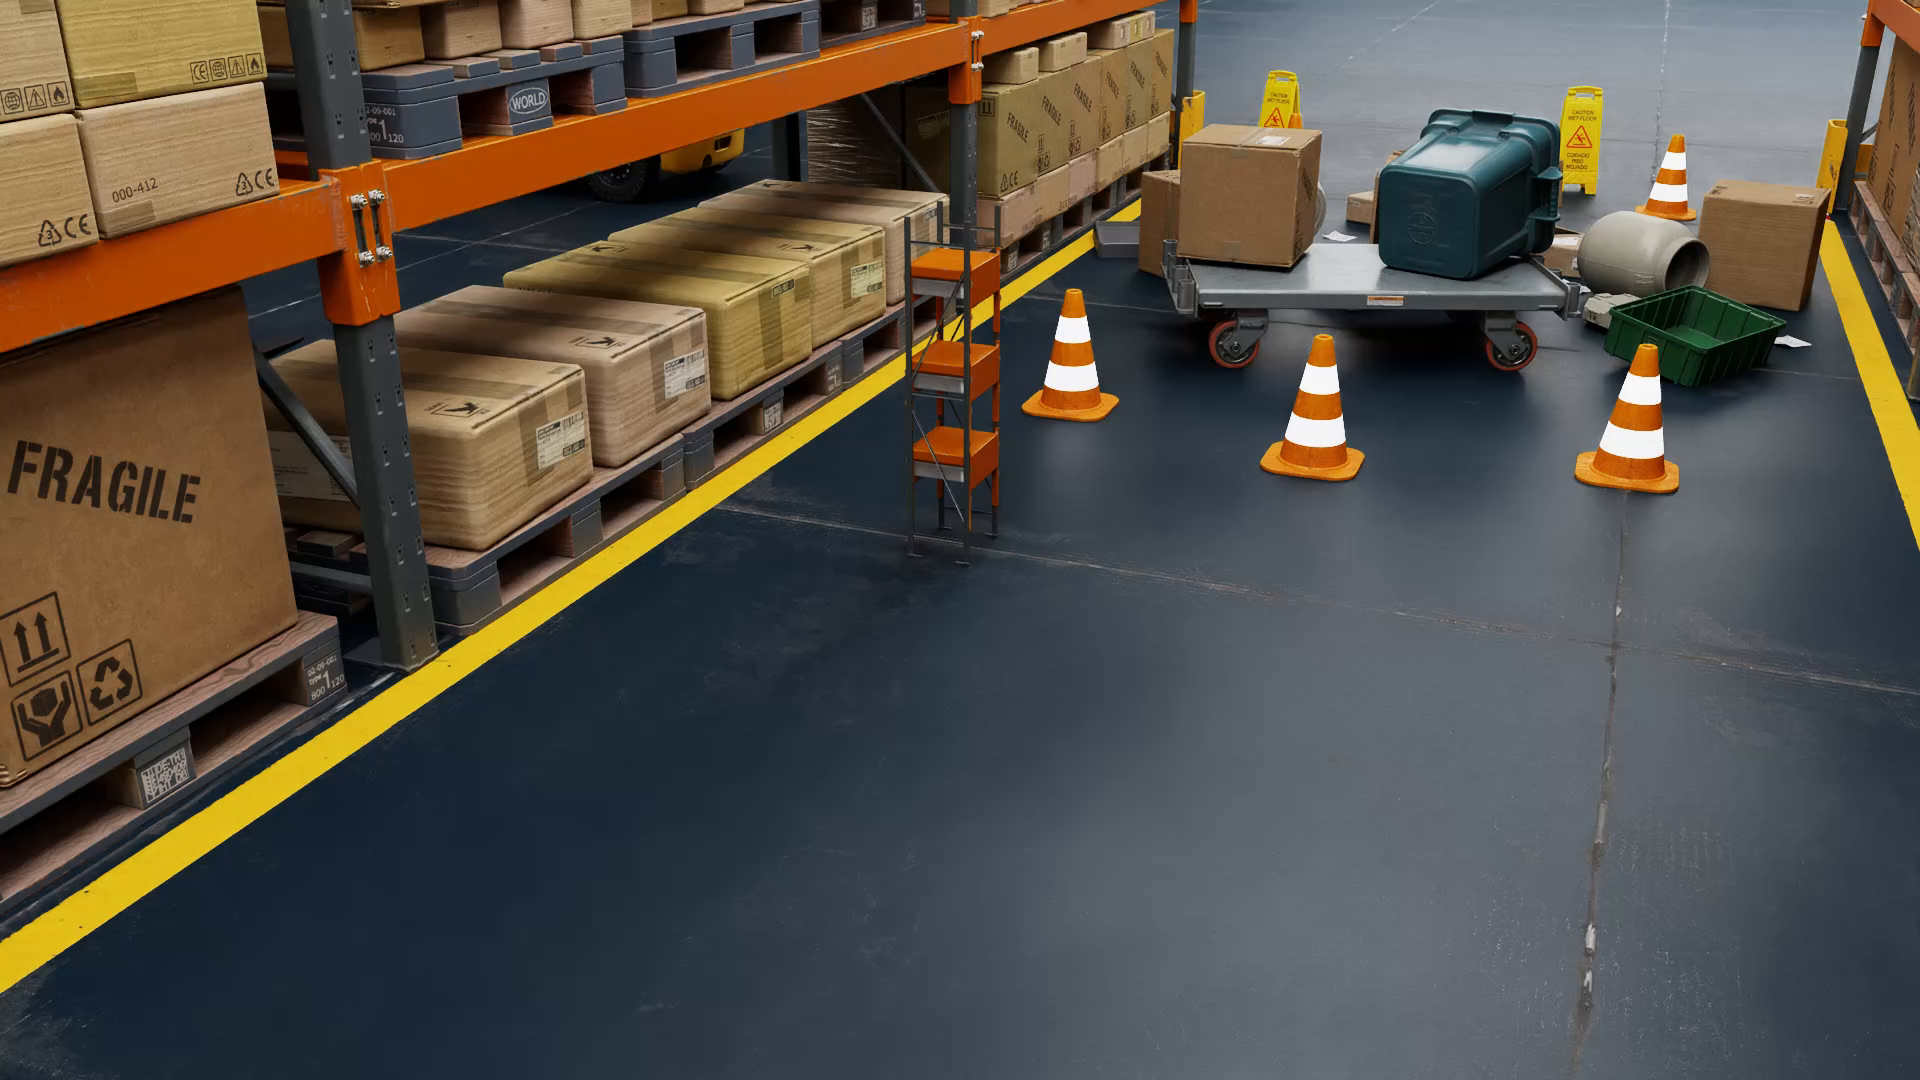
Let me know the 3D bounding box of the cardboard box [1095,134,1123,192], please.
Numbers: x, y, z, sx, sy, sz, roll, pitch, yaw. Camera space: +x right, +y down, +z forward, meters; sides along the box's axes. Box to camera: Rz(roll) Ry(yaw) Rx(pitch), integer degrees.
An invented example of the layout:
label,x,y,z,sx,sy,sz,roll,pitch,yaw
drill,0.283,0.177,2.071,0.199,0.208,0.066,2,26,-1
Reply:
label,x,y,z,sx,sy,sz,roll,pitch,yaw
cardboard box,0.639,-2.207,9.666,0.500,0.250,0.500,8,24,18

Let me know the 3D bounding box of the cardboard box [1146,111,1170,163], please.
label,x,y,z,sx,sy,sz,roll,pitch,yaw
cardboard box,1.019,-2.571,10.536,0.500,0.250,0.500,9,24,20

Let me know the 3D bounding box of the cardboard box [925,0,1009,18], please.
label,x,y,z,sx,sy,sz,roll,pitch,yaw
cardboard box,0.007,-2.502,7.674,0.380,0.149,0.250,9,24,20

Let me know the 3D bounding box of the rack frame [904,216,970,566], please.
label,x,y,z,sx,sy,sz,roll,pitch,yaw
rack frame,-0.065,-0.422,4.897,0.200,1.050,0.008,9,24,20

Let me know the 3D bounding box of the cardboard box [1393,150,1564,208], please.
label,x,y,z,sx,sy,sz,roll,pitch,yaw
cardboard box,2.777,-1.840,9.001,0.797,0.503,0.637,-7,24,-17

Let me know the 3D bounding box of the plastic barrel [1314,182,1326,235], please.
label,x,y,z,sx,sy,sz,roll,pitch,yaw
plastic barrel,1.717,-1.838,9.101,0.421,0.421,0.512,-12,25,-26

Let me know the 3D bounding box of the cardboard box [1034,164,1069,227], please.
label,x,y,z,sx,sy,sz,roll,pitch,yaw
cardboard box,0.250,-1.841,8.789,0.500,0.250,0.500,10,25,23

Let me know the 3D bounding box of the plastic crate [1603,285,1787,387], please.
label,x,y,z,sx,sy,sz,roll,pitch,yaw
plastic crate,3.074,-0.857,6.985,0.662,0.188,0.450,-17,38,-35

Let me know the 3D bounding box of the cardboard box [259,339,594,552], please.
label,x,y,z,sx,sy,sz,roll,pitch,yaw
cardboard box,-1.674,-0.302,4.945,0.950,0.372,0.625,7,24,16

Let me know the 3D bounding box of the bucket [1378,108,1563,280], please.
label,x,y,z,sx,sy,sz,roll,pitch,yaw
bucket,2.136,-1.448,7.101,0.726,0.611,0.620,19,39,38

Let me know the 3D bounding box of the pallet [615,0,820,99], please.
label,x,y,z,sx,sy,sz,roll,pitch,yaw
pallet,-1.196,-1.745,5.786,1.003,0.211,1.213,9,24,20

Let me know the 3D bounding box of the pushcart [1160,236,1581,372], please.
label,x,y,z,sx,sy,sz,roll,pitch,yaw
pushcart,1.728,-1.033,7.233,1.648,0.377,0.936,1,23,2

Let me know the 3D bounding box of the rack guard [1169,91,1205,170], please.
label,x,y,z,sx,sy,sz,roll,pitch,yaw
rack guard,1.050,-2.802,11.309,1.175,0.500,0.348,9,24,20

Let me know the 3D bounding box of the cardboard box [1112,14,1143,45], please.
label,x,y,z,sx,sy,sz,roll,pitch,yaw
cardboard box,0.853,-2.998,9.745,0.380,0.149,0.250,9,24,21

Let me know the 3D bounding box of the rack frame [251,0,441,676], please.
label,x,y,z,sx,sy,sz,roll,pitch,yaw
rack frame,-1.893,-1.120,4.039,1.000,3.000,0.127,9,24,20

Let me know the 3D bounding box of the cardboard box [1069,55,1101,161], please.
label,x,y,z,sx,sy,sz,roll,pitch,yaw
cardboard box,0.445,-2.373,9.090,0.500,0.500,0.500,10,25,23

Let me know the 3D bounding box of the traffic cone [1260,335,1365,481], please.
label,x,y,z,sx,sy,sz,roll,pitch,yaw
traffic cone,1.253,-0.489,5.821,0.336,0.463,0.334,9,24,20

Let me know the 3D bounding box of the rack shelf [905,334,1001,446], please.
label,x,y,z,sx,sy,sz,roll,pitch,yaw
rack shelf,-0.020,-0.456,5.006,0.215,0.259,0.240,9,24,20

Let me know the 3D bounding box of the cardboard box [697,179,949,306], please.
label,x,y,z,sx,sy,sz,roll,pitch,yaw
cardboard box,-0.600,-1.344,7.441,0.950,0.372,0.625,9,24,21

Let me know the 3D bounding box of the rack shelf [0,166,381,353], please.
label,x,y,z,sx,sy,sz,roll,pitch,yaw
rack shelf,-2.636,-0.072,2.464,1.077,0.370,4.000,9,24,20

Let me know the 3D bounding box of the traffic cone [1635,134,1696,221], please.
label,x,y,z,sx,sy,sz,roll,pitch,yaw
traffic cone,4.196,-2.153,9.803,0.336,0.463,0.334,9,24,20

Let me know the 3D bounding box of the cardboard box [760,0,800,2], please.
label,x,y,z,sx,sy,sz,roll,pitch,yaw
cardboard box,-0.735,-2.042,6.029,0.380,0.149,0.250,9,24,20

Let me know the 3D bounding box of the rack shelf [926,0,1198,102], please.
label,x,y,z,sx,sy,sz,roll,pitch,yaw
rack shelf,0.336,-2.935,9.318,1.077,0.370,4.000,9,24,20

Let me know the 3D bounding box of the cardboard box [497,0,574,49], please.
label,x,y,z,sx,sy,sz,roll,pitch,yaw
cardboard box,-1.319,-1.475,4.670,0.380,0.149,0.250,7,24,17

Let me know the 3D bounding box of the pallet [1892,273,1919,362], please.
label,x,y,z,sx,sy,sz,roll,pitch,yaw
pallet,4.581,-0.853,7.018,1.003,0.211,1.213,9,24,20

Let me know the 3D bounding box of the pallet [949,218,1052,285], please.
label,x,y,z,sx,sy,sz,roll,pitch,yaw
pallet,-0.191,-1.510,8.591,1.003,0.211,1.213,9,24,20

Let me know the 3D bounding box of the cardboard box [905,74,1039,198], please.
label,x,y,z,sx,sy,sz,roll,pitch,yaw
cardboard box,0.063,-1.995,8.183,0.500,0.500,0.500,10,25,23

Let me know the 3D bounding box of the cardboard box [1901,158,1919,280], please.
label,x,y,z,sx,sy,sz,roll,pitch,yaw
cardboard box,4.856,-1.630,7.473,0.875,0.875,0.875,9,24,20

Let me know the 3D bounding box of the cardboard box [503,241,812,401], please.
label,x,y,z,sx,sy,sz,roll,pitch,yaw
cardboard box,-1.120,-0.838,6.228,0.950,0.372,0.625,10,25,22

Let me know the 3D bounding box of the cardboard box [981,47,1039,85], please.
label,x,y,z,sx,sy,sz,roll,pitch,yaw
cardboard box,0.165,-2.330,8.145,0.380,0.149,0.250,9,24,21

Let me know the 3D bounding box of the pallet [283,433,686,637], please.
label,x,y,z,sx,sy,sz,roll,pitch,yaw
pallet,-1.602,-0.112,5.245,1.003,0.211,1.213,9,24,20

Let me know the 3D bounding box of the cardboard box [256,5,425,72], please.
label,x,y,z,sx,sy,sz,roll,pitch,yaw
cardboard box,-1.600,-1.287,4.221,0.380,0.149,0.250,7,24,17

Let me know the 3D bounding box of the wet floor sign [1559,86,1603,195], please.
label,x,y,z,sx,sy,sz,roll,pitch,yaw
wet floor sign,3.884,-2.518,10.440,0.267,0.644,0.232,5,23,11

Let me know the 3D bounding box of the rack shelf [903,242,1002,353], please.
label,x,y,z,sx,sy,sz,roll,pitch,yaw
rack shelf,-0.020,-0.717,4.897,0.215,0.259,0.240,9,24,20

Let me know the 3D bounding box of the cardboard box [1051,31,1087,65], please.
label,x,y,z,sx,sy,sz,roll,pitch,yaw
cardboard box,0.451,-2.611,8.817,0.380,0.149,0.250,10,25,23

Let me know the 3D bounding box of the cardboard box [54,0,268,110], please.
label,x,y,z,sx,sy,sz,roll,pitch,yaw
cardboard box,-1.837,-1.072,3.469,0.500,0.250,0.500,9,24,20

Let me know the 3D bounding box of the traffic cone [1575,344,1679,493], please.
label,x,y,z,sx,sy,sz,roll,pitch,yaw
traffic cone,2.326,-0.444,5.713,0.336,0.463,0.334,9,24,20

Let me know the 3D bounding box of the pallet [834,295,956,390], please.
label,x,y,z,sx,sy,sz,roll,pitch,yaw
pallet,-0.695,-0.986,7.336,1.003,0.211,1.213,9,24,20

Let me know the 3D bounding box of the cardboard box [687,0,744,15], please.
label,x,y,z,sx,sy,sz,roll,pitch,yaw
cardboard box,-0.954,-1.859,5.589,0.380,0.149,0.250,10,25,22

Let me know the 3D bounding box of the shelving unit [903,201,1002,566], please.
label,x,y,z,sx,sy,sz,roll,pitch,yaw
shelving unit,-0.020,-0.465,5.002,0.215,1.050,0.252,9,24,20

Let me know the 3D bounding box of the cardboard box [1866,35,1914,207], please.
label,x,y,z,sx,sy,sz,roll,pitch,yaw
cardboard box,5.521,-2.271,9.008,0.875,0.875,0.875,9,24,20

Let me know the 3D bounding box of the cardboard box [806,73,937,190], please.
label,x,y,z,sx,sy,sz,roll,pitch,yaw
cardboard box,-0.437,-2.072,8.369,0.500,0.500,0.500,8,24,19

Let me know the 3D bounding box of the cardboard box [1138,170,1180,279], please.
label,x,y,z,sx,sy,sz,roll,pitch,yaw
cardboard box,1.254,-1.588,8.399,0.500,0.500,0.500,-12,25,-26

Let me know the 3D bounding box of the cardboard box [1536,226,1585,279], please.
label,x,y,z,sx,sy,sz,roll,pitch,yaw
cardboard box,3.155,-1.496,8.487,0.396,0.266,0.258,13,26,29

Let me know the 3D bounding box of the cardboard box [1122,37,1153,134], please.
label,x,y,z,sx,sy,sz,roll,pitch,yaw
cardboard box,0.832,-2.742,9.973,0.500,0.500,0.500,10,25,22

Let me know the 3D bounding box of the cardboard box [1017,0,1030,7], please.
label,x,y,z,sx,sy,sz,roll,pitch,yaw
cardboard box,0.124,-2.699,8.146,0.380,0.149,0.250,9,24,20

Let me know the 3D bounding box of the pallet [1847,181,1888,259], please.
label,x,y,z,sx,sy,sz,roll,pitch,yaw
pallet,5.487,-1.726,9.108,1.003,0.211,1.213,9,24,20

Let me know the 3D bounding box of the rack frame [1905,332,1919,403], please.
label,x,y,z,sx,sy,sz,roll,pitch,yaw
rack frame,4.226,-1.879,5.856,1.000,3.000,0.127,9,24,20

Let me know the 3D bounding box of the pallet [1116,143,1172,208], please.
label,x,y,z,sx,sy,sz,roll,pitch,yaw
pallet,0.716,-2.383,10.681,1.003,0.211,1.213,9,24,20

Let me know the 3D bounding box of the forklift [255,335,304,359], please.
label,x,y,z,sx,sy,sz,roll,pitch,yaw
forklift,-3.452,-1.453,4.927,1.130,2.935,3.031,8,24,19

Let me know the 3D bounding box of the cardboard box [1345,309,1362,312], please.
label,x,y,z,sx,sy,sz,roll,pitch,yaw
cardboard box,1.888,-1.274,7.955,0.258,0.266,0.396,-7,24,-17

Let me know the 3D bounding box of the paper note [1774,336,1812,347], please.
label,x,y,z,sx,sy,sz,roll,pitch,yaw
paper note,3.635,-0.879,7.314,0.147,0.020,0.142,-7,24,-17

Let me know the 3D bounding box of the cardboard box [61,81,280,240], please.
label,x,y,z,sx,sy,sz,roll,pitch,yaw
cardboard box,-1.840,-0.832,3.546,0.500,0.250,0.500,8,24,18

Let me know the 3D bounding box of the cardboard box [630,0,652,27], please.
label,x,y,z,sx,sy,sz,roll,pitch,yaw
cardboard box,-1.181,-1.668,5.132,0.380,0.149,0.250,10,25,23
